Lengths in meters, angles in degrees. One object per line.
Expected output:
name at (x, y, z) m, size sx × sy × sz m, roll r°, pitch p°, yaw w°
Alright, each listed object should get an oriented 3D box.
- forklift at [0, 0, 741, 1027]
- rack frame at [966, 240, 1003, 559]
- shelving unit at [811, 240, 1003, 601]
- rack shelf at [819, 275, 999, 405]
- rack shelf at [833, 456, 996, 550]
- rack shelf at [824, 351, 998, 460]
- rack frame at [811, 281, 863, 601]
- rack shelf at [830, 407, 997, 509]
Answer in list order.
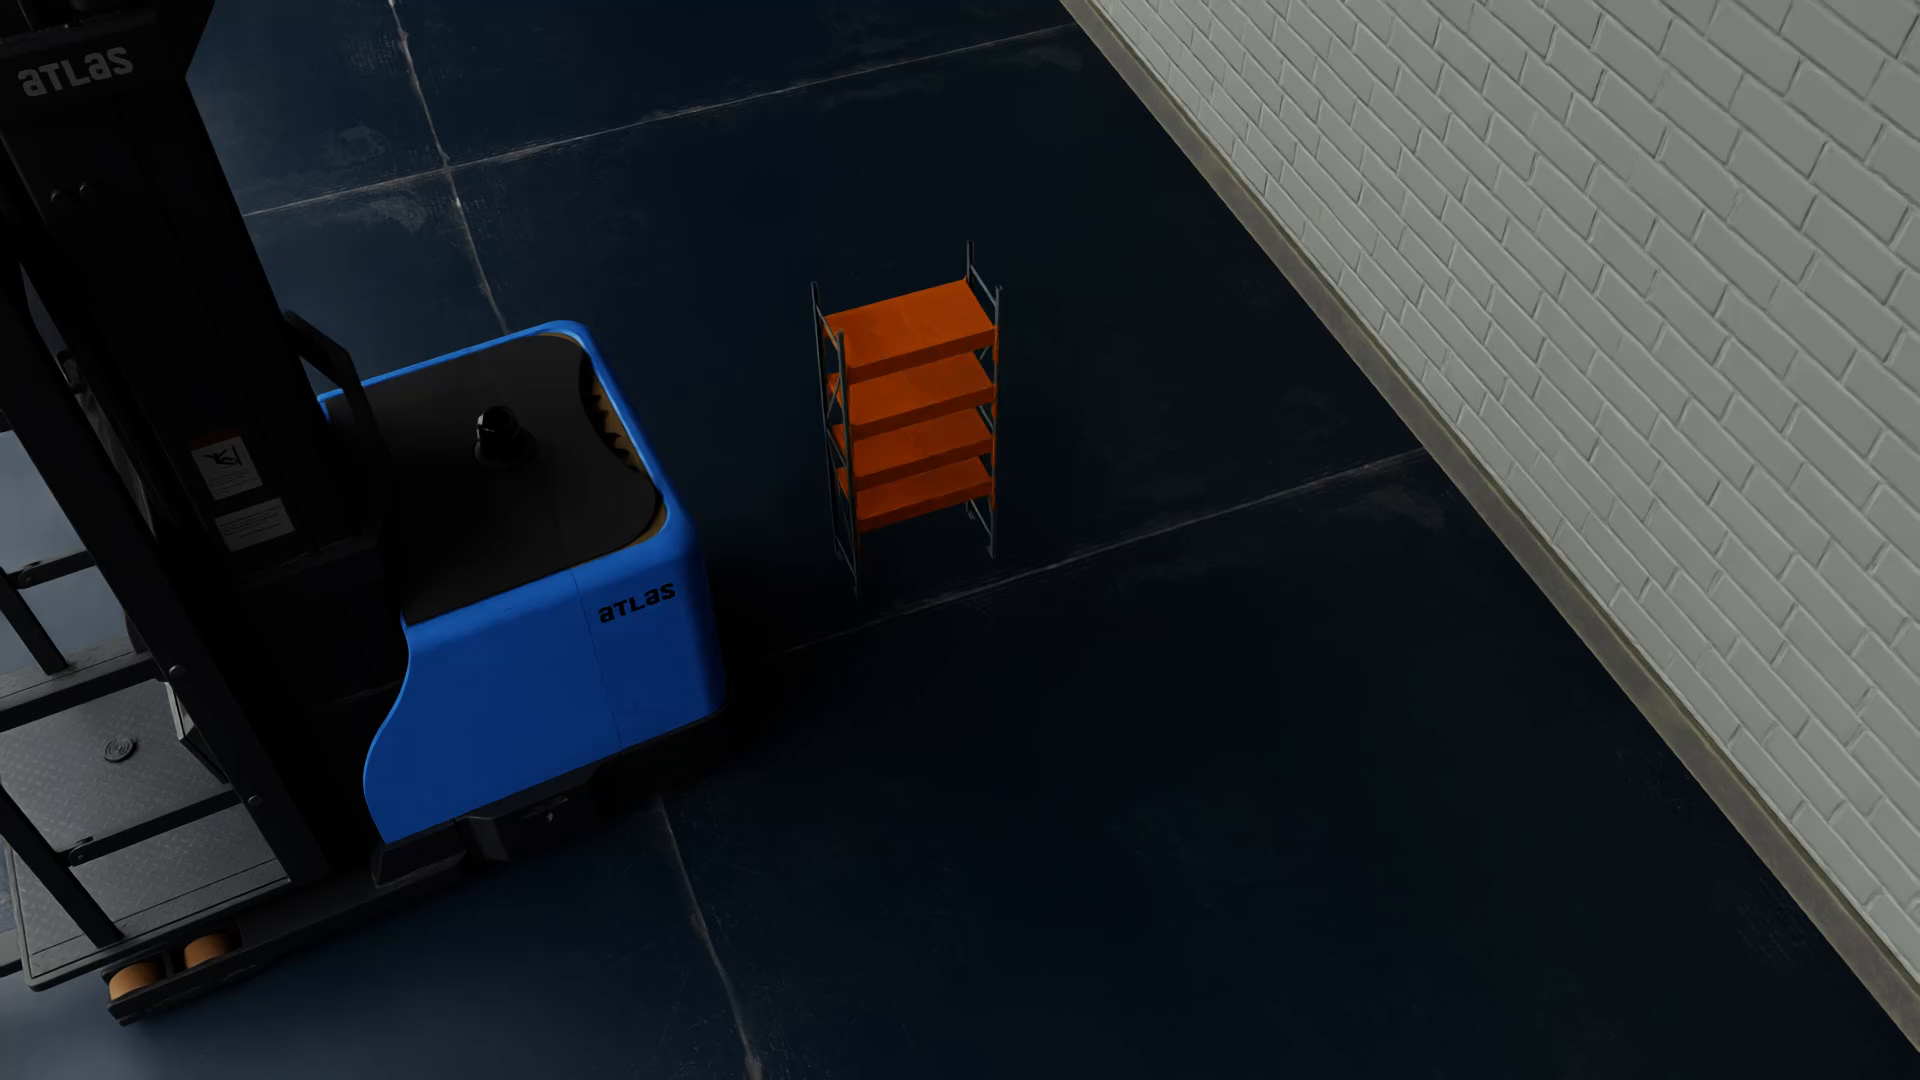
forklift at (-2.228, -0.096, 3.900) m, size 3.031 × 2.935 × 1.130 m, roll -21°, pitch 53°, yaw -17°
rack frame at (0.073, -0.413, 5.314) m, size 0.015 × 1.200 × 0.240 m, roll -17°, pitch 52°, yaw -14°
shelving unit at (-0.153, -0.343, 5.254) m, size 0.503 × 1.200 × 0.258 m, roll -17°, pitch 52°, yaw -14°
rack shelf at (-0.153, -0.599, 4.956) m, size 0.480 × 0.148 × 0.258 m, roll -17°, pitch 52°, yaw -14°
rack shelf at (-0.153, -0.170, 5.456) m, size 0.480 × 0.148 × 0.258 m, roll -17°, pitch 52°, yaw -14°
rack shelf at (-0.153, -0.445, 5.135) m, size 0.480 × 0.148 × 0.258 m, roll -17°, pitch 52°, yaw -14°
rack frame at (-0.379, -0.273, 5.194) m, size 0.015 × 1.200 × 0.240 m, roll -17°, pitch 52°, yaw -14°
rack shelf at (-0.153, -0.300, 5.305) m, size 0.480 × 0.148 × 0.258 m, roll -17°, pitch 52°, yaw -14°
